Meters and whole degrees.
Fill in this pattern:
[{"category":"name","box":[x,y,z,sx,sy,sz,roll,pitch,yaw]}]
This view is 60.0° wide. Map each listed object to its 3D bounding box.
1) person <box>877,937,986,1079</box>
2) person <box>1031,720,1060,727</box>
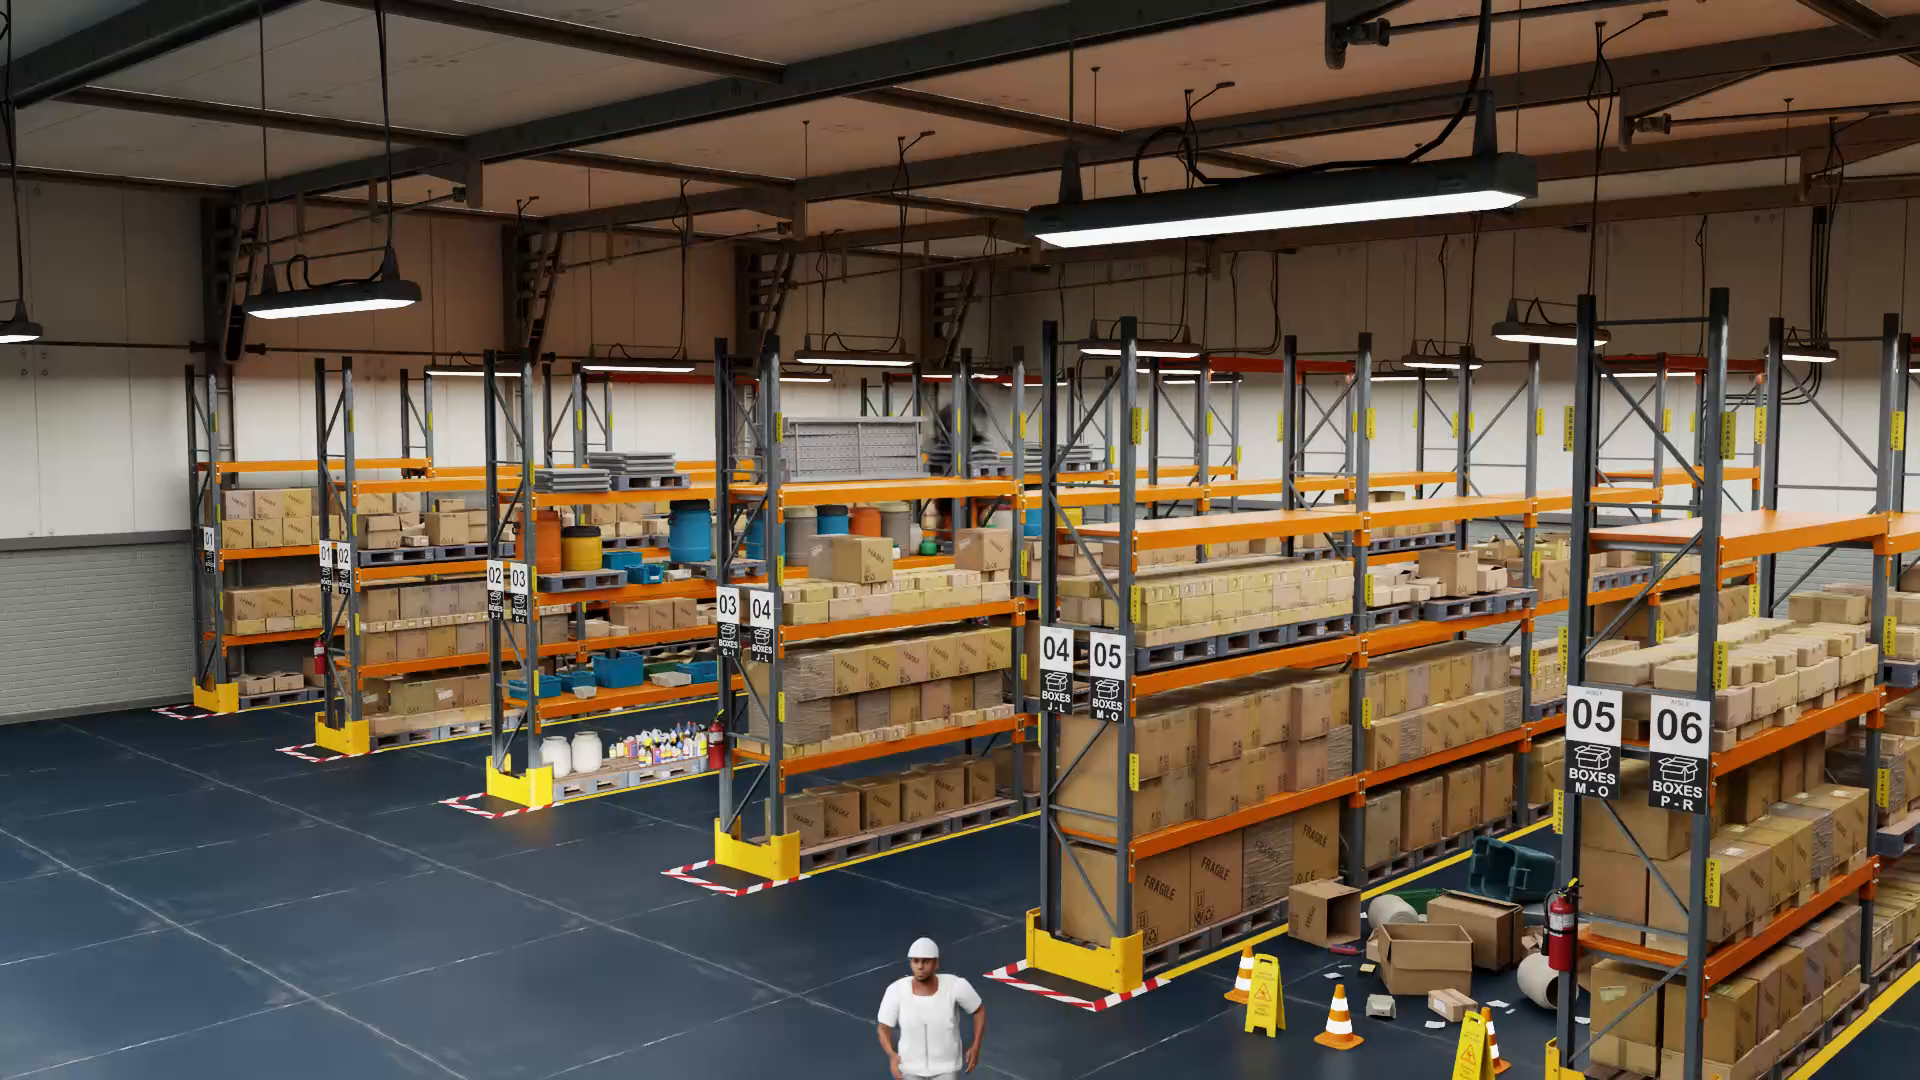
[{"category":"person","box":[-0.201,3.468,10.891,0.711,1.721,0.549,0,4,5]},{"category":"person","box":[1.361,2.030,25.869,0.614,1.730,0.776,3,5,32]}]
